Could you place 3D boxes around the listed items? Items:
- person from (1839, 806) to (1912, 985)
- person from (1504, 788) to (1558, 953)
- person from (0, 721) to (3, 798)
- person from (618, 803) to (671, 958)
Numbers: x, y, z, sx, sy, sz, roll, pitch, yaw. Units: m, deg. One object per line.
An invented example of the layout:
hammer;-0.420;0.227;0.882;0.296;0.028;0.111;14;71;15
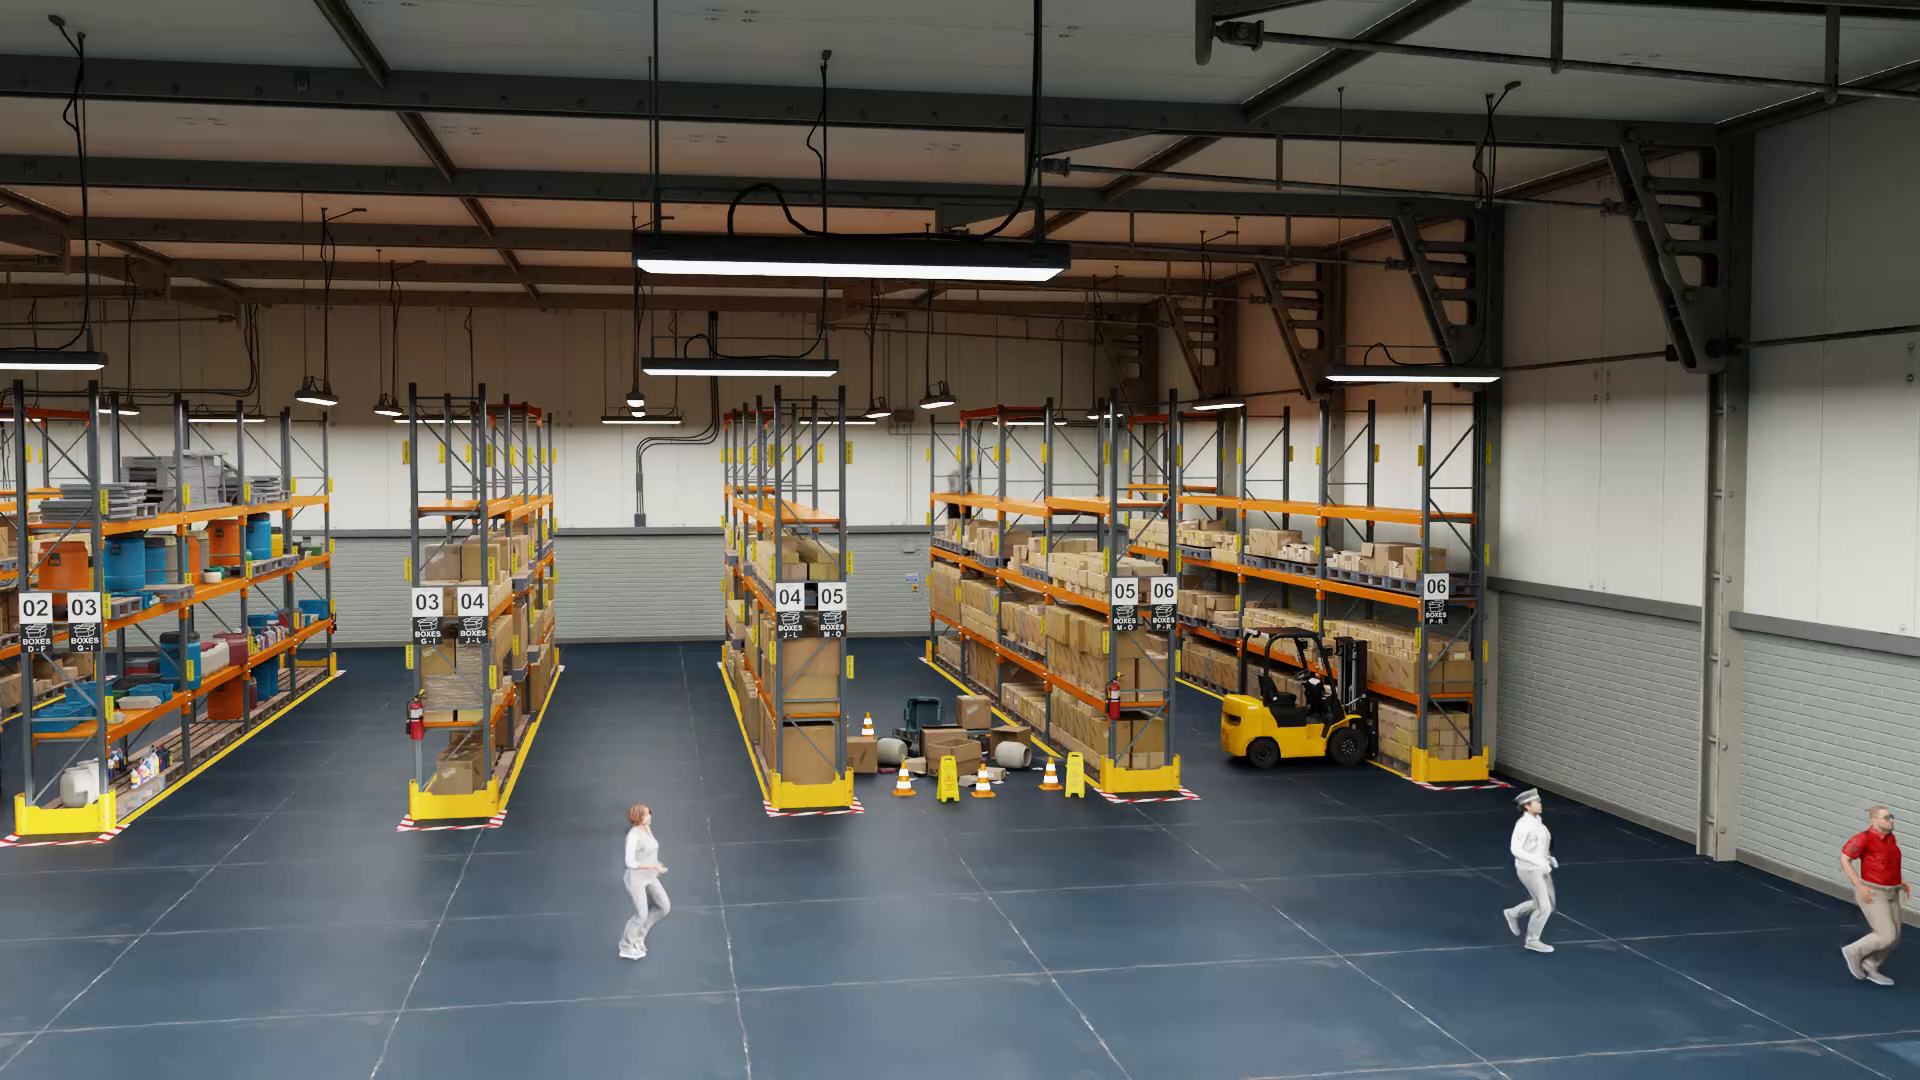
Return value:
person;8.681;3.360;15.734;0.668;1.690;0.526;-2;3;-28
person;5.750;3.322;16.816;0.579;1.646;0.559;2;4;39
person;-13.876;2.988;23.537;0.627;1.639;0.808;-1;3;-10
person;-3.117;3.373;16.442;0.586;1.558;0.508;1;3;16
